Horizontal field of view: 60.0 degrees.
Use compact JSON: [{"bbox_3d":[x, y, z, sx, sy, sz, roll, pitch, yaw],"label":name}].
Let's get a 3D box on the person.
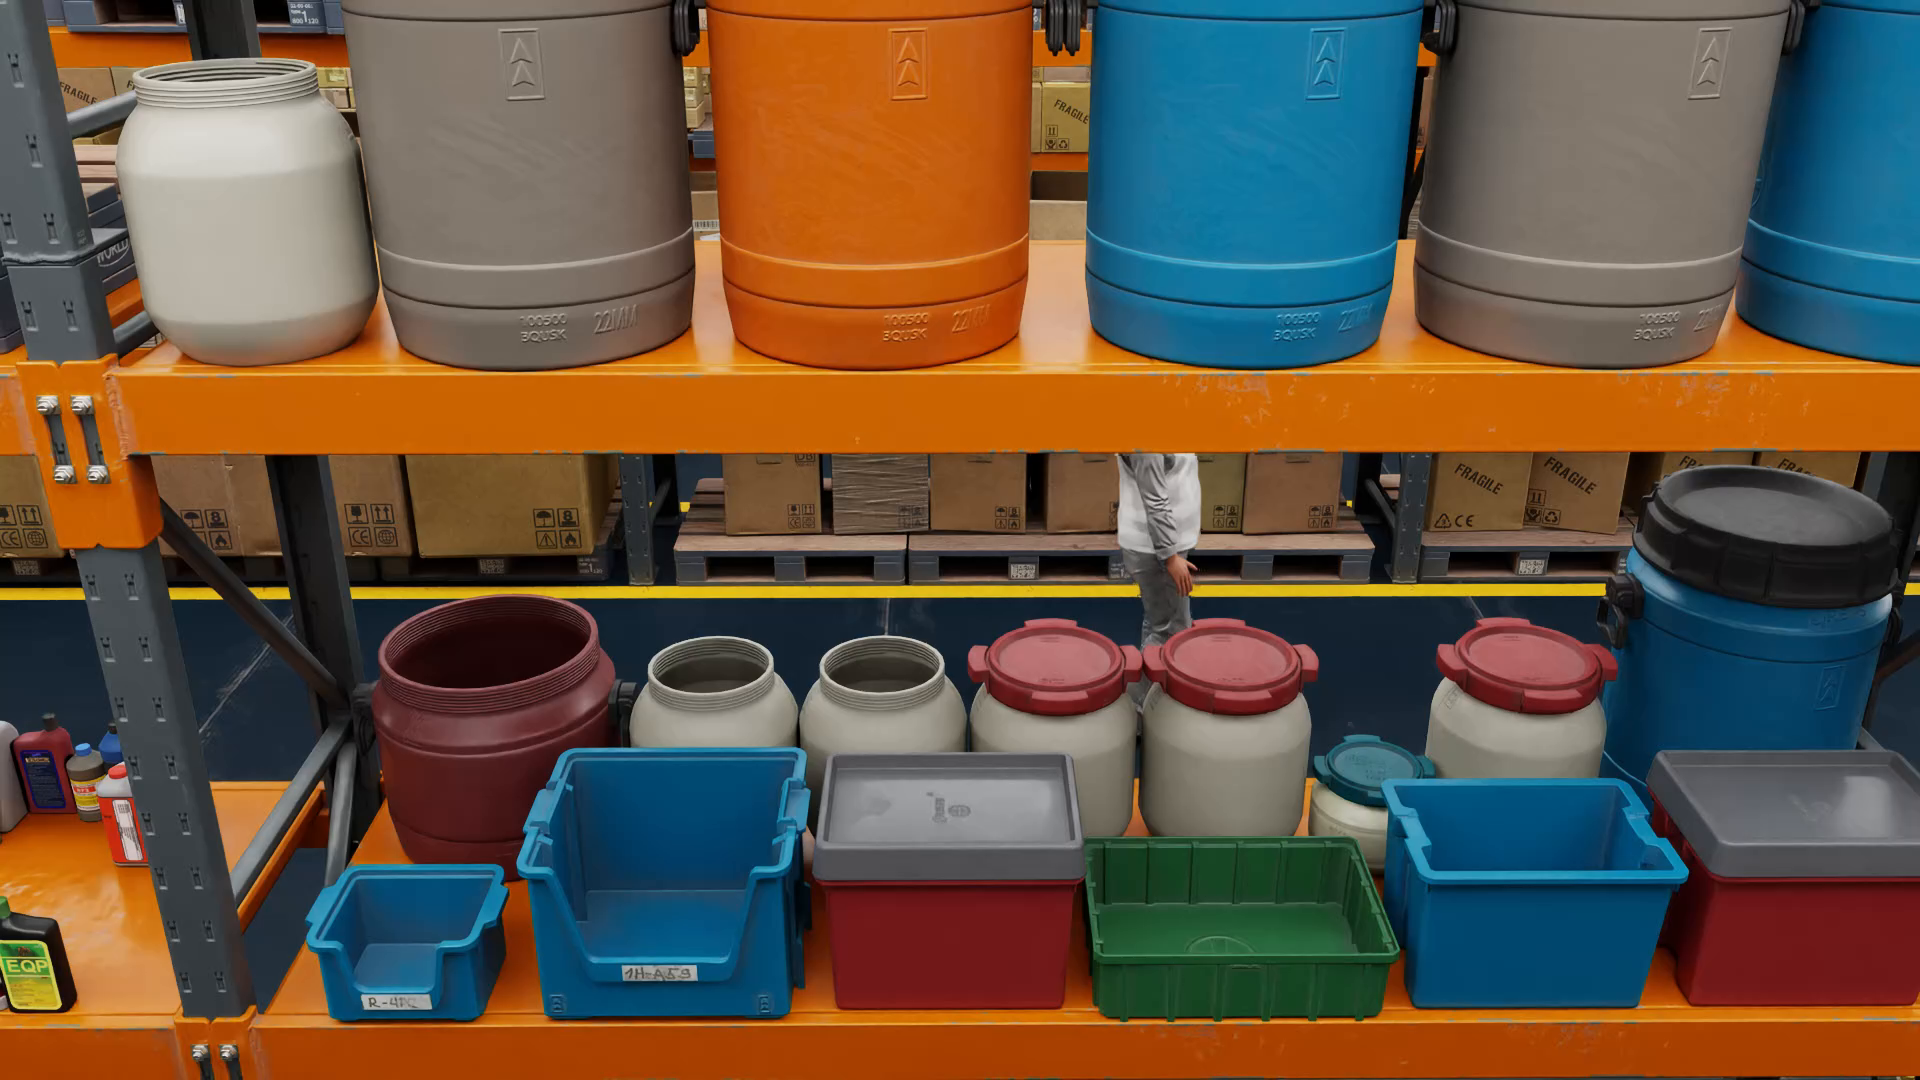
[{"bbox_3d":[0.882,-0.005,7.042,0.472,1.781,0.579,3,24,7],"label":"person"}]
